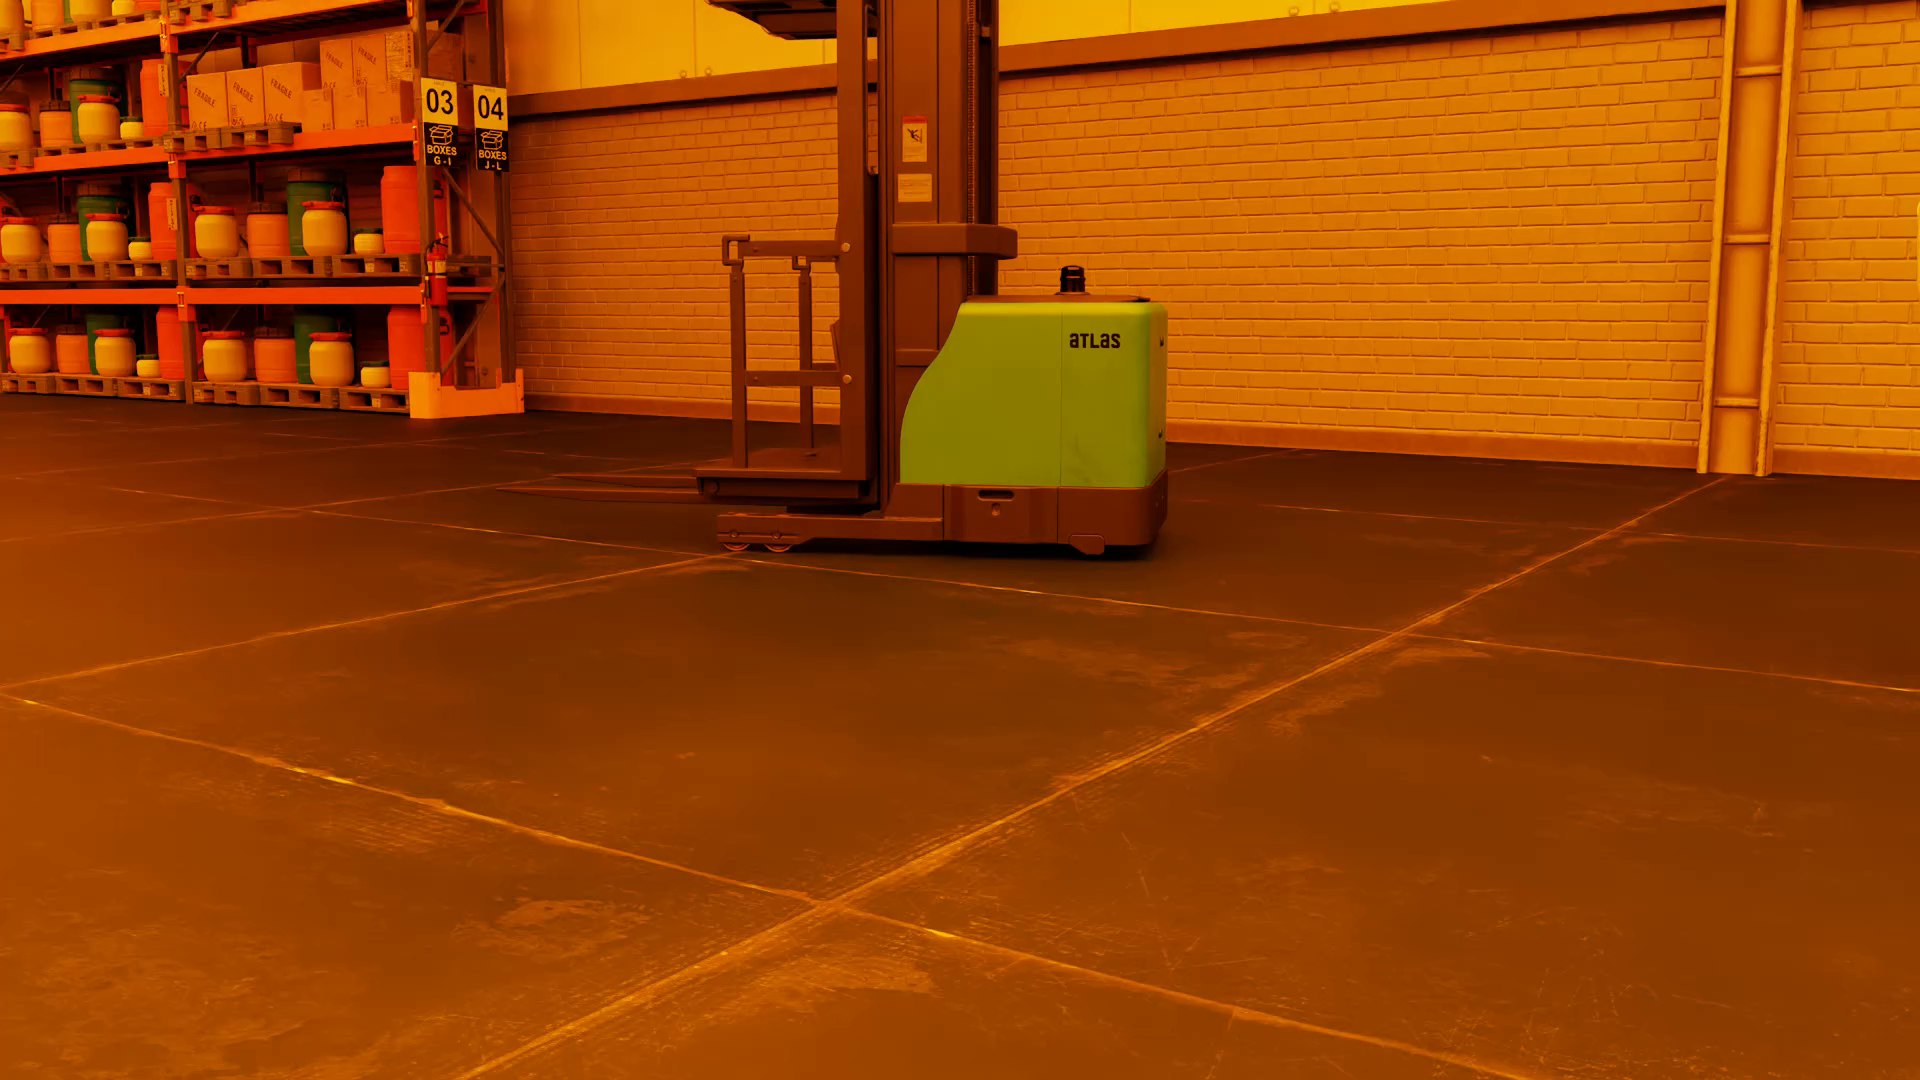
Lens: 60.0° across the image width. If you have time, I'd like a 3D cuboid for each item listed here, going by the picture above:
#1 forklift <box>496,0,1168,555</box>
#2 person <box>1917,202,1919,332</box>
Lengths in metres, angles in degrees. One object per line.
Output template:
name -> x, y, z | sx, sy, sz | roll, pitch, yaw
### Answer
forklift -> -0.596, -1.469, 7.520 | 3.031, 2.935, 1.130 | 2, 8, 12
person -> 3.002, -0.486, 4.700 | 0.574, 1.769, 0.665 | 3, 9, 22
